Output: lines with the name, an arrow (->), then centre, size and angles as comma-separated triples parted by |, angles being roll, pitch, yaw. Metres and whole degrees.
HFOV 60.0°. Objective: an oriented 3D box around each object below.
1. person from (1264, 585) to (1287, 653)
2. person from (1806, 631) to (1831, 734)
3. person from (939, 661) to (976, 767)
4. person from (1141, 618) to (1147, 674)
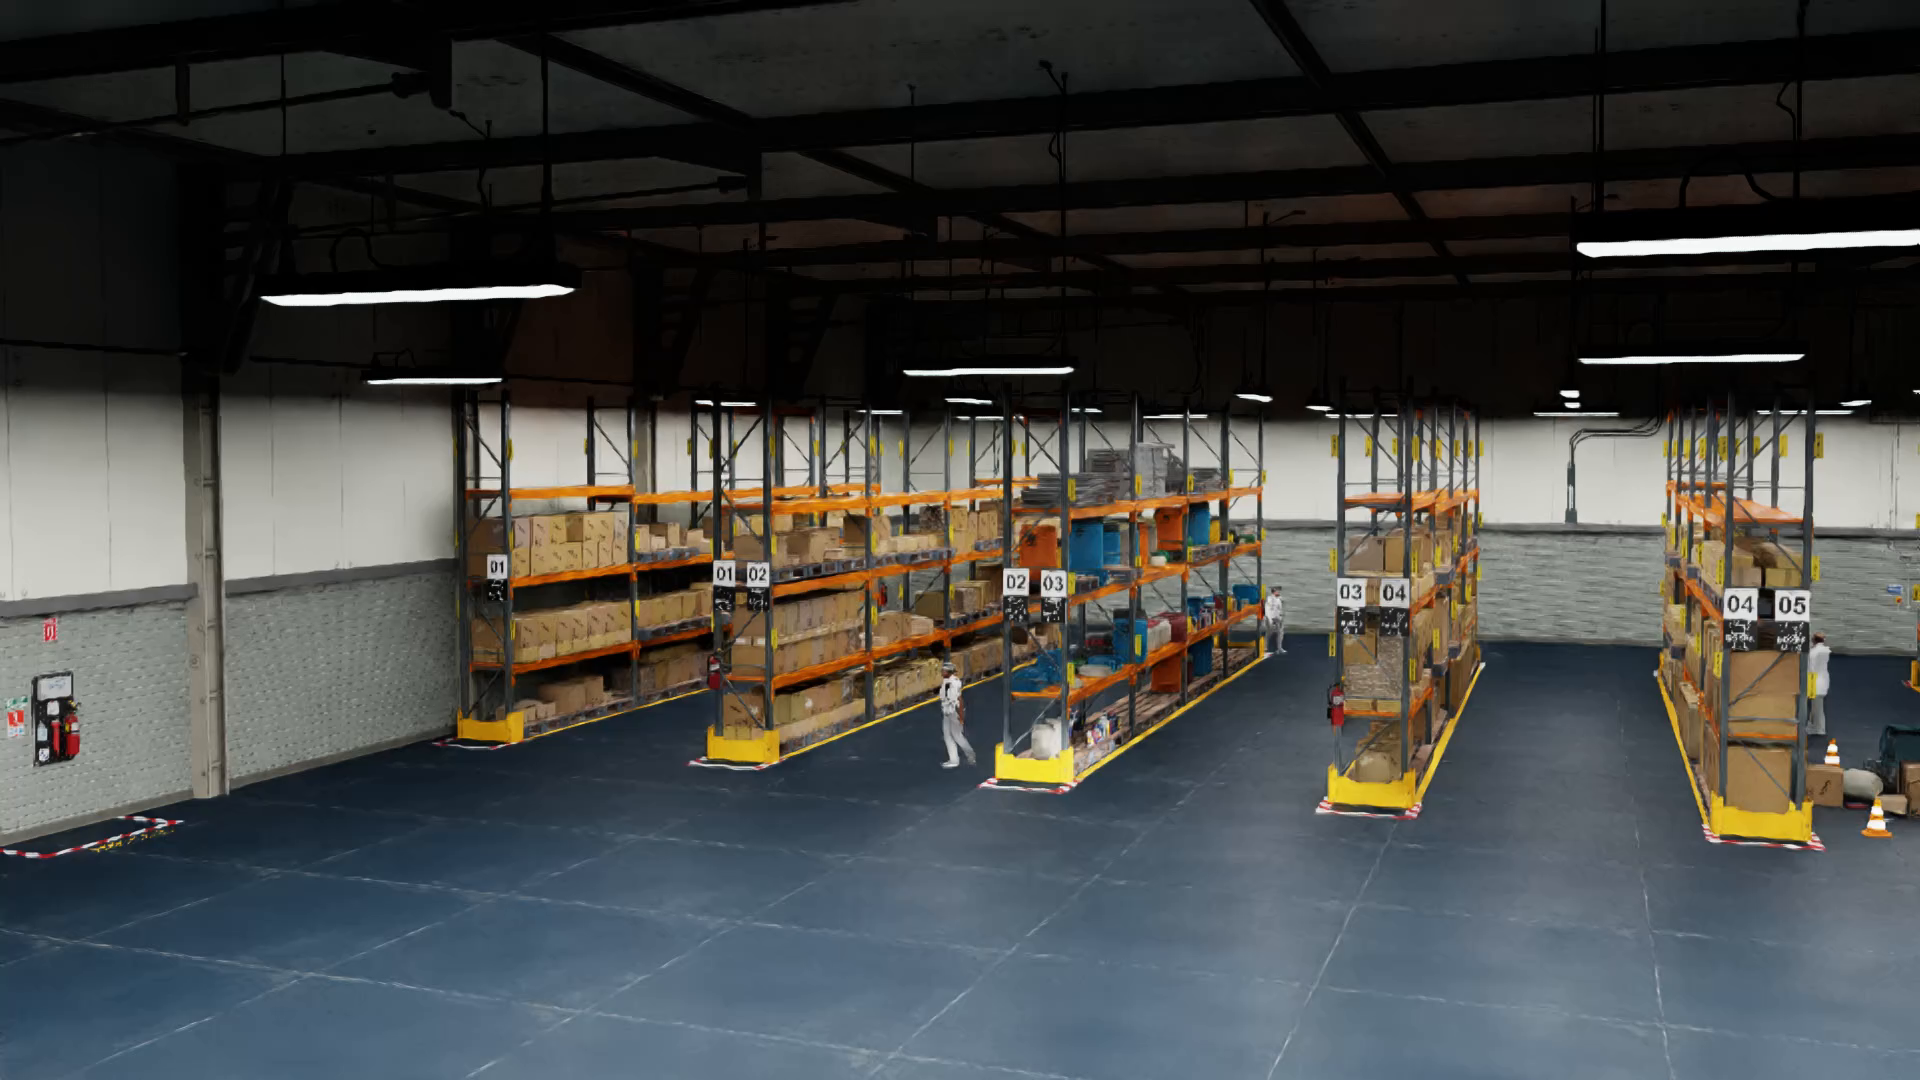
person -> 7.715, 1.929, 40.817 | 0.564, 1.662, 0.566 | -2, 4, -27
person -> 15.004, 2.489, 29.209 | 0.636, 1.782, 0.550 | -3, 4, -39
person -> -0.033, 2.733, 26.194 | 0.550, 1.665, 0.519 | -2, 4, -32
person -> 3.887, 2.185, 36.834 | 0.625, 1.596, 0.509 | 1, 3, 18
